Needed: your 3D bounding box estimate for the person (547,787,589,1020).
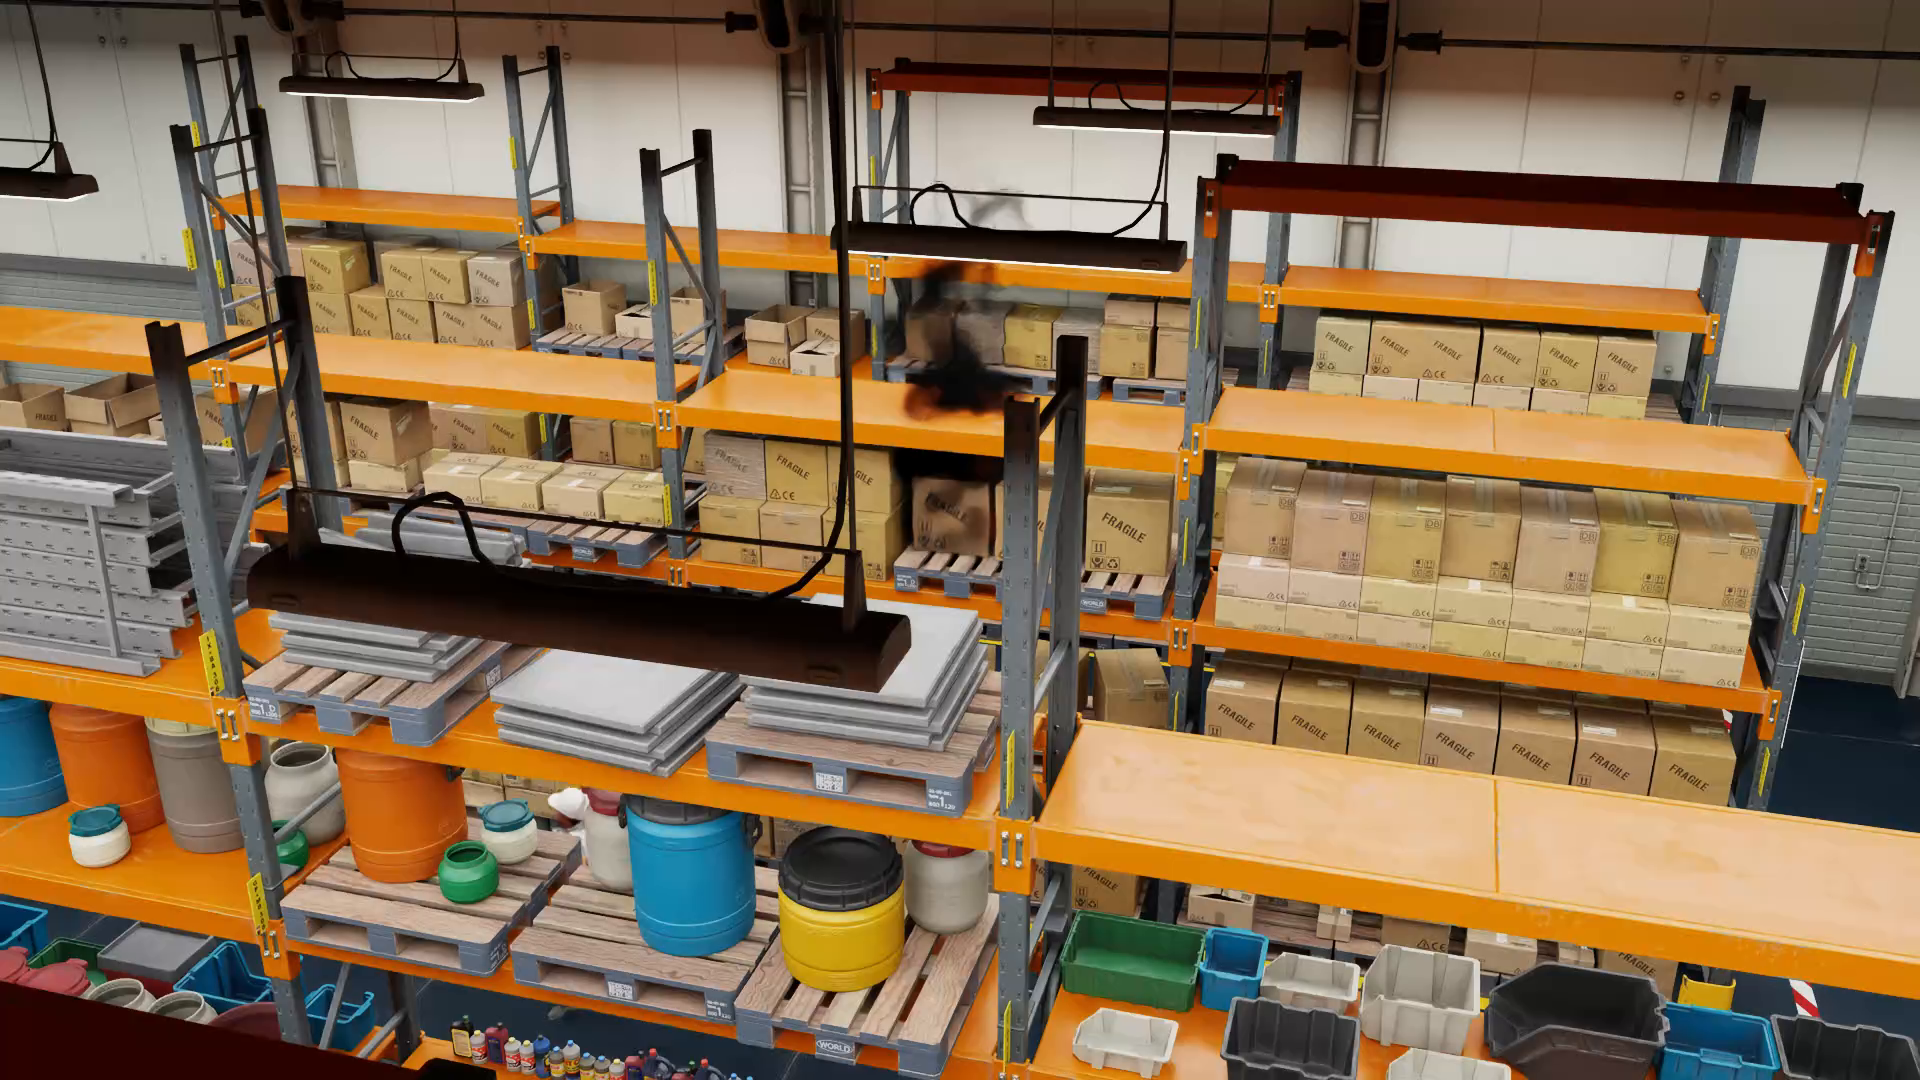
[{"bbox_3d":[-2.663,2.571,11.628,0.718,1.893,0.656,6,23,15],"label":"person"}]
